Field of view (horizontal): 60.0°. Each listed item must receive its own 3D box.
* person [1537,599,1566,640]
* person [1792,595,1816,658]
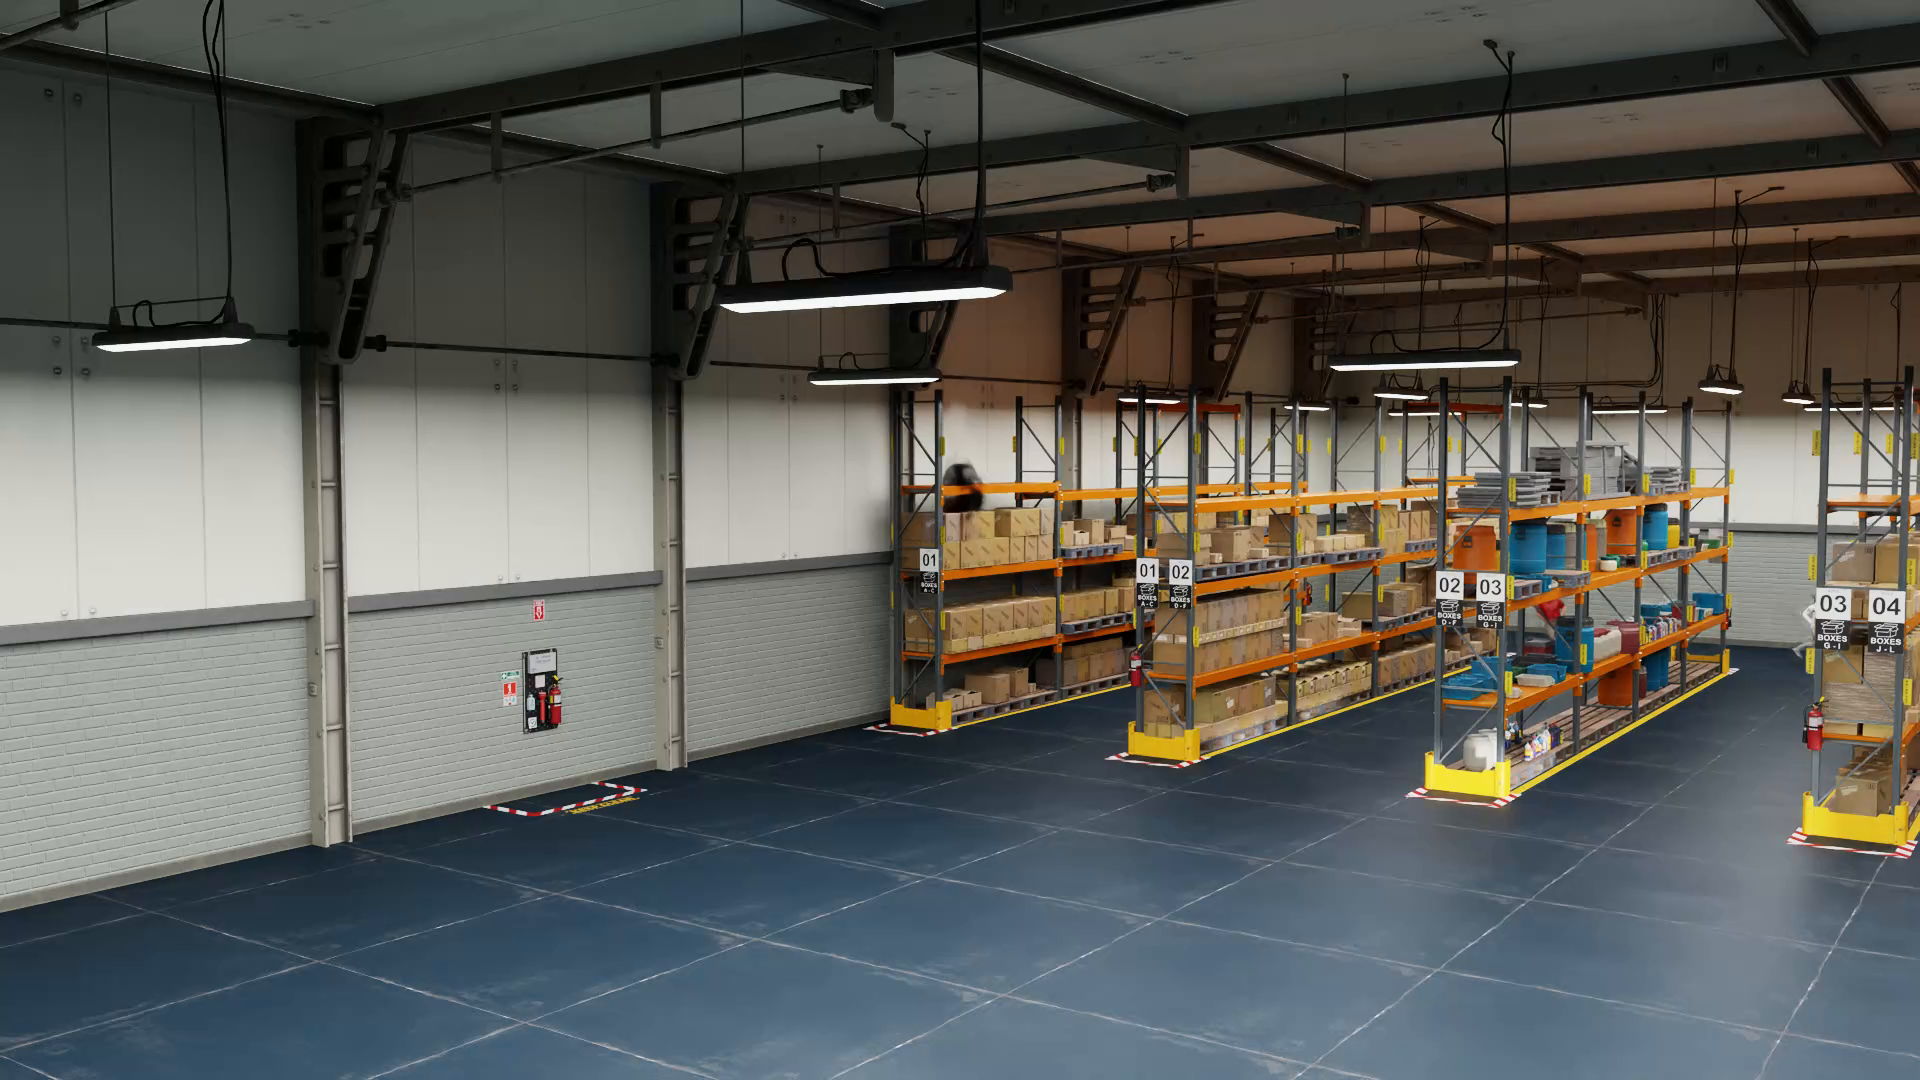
[{"bbox_3d":[13.946,1.976,39.107,0.740,1.643,0.575,1,3,18],"label":"person"},{"bbox_3d":[19.528,2.036,37.887,0.581,1.711,1.082,-3,4,-39],"label":"person"}]
